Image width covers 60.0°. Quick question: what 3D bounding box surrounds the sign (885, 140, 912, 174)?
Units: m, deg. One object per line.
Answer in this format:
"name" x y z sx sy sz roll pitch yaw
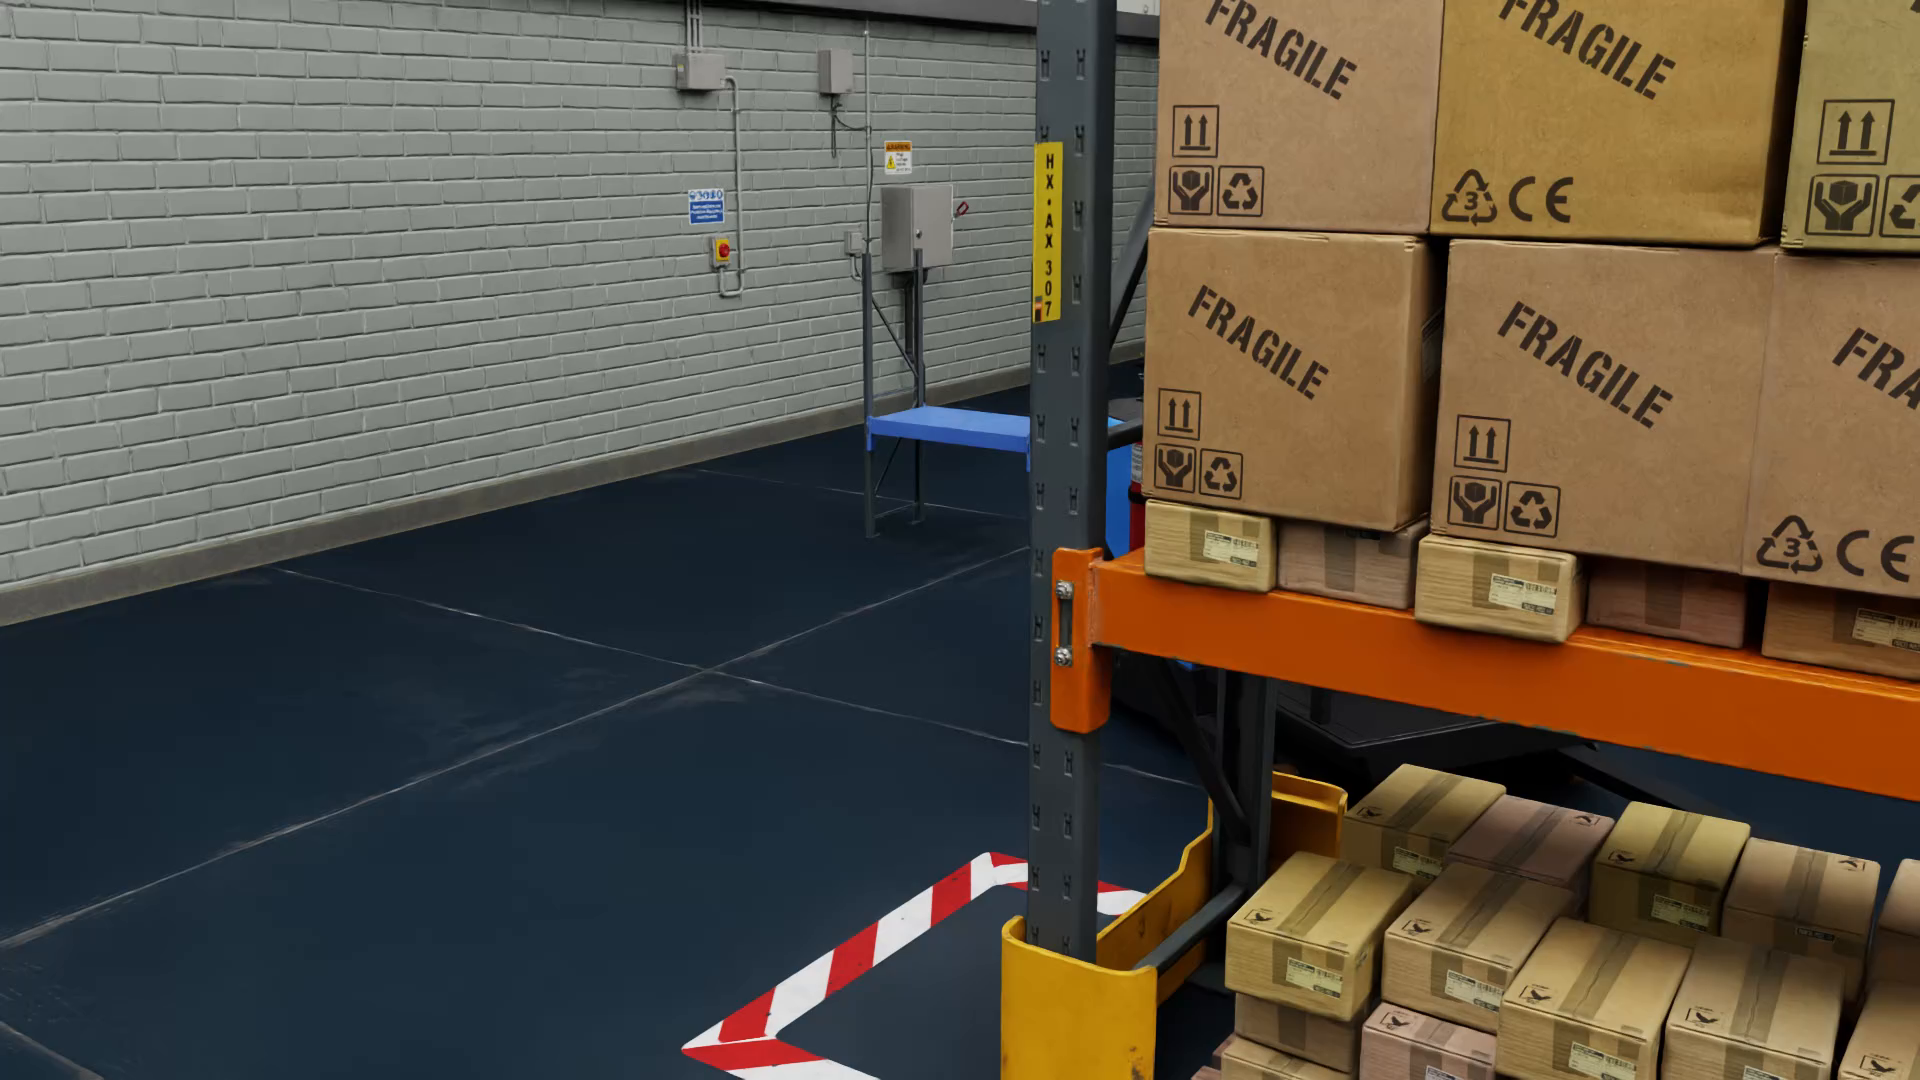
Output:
"sign" -0.456 -2.826 12.277 0.001 0.242 0.339 9 17 33

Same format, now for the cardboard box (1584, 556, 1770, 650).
"cardboard box" 1.272 0.054 2.886 0.250 0.149 0.380 10 17 35

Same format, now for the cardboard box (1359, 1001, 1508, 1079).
"cardboard box" 0.954 0.948 3.190 0.250 0.149 0.380 9 17 33

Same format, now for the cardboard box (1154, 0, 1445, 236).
"cardboard box" 0.691 -0.822 2.993 0.500 0.500 0.500 9 17 32

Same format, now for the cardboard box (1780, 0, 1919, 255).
"cardboard box" 1.533 -0.681 2.425 0.500 0.500 0.500 9 16 32

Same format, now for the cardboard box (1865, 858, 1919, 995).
"cardboard box" 1.943 0.782 3.244 0.250 0.149 0.380 10 17 35

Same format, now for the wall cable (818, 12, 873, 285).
"wall cable" -0.764 -2.786 11.723 0.122 1.984 0.588 9 17 33

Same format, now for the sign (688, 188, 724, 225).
"sign" -1.624 -2.139 10.658 0.001 0.218 0.327 9 17 33

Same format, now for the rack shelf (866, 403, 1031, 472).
"rack shelf" 0.071 -0.542 8.640 1.000 0.185 0.538 9 17 33

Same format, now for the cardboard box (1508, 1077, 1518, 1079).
"cardboard box" 1.206 0.963 3.129 0.250 0.149 0.380 9 17 34

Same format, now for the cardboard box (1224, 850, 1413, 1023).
"cardboard box" 0.712 0.772 3.281 0.250 0.149 0.380 8 16 30

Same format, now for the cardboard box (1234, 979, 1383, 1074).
"cardboard box" 0.758 0.900 3.384 0.250 0.149 0.380 10 17 35

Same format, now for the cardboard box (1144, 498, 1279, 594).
"cardboard box" 0.553 -0.026 3.209 0.250 0.149 0.380 9 17 32

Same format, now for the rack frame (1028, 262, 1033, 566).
"rack frame" 0.493 -0.648 8.321 0.032 1.500 0.500 9 17 33

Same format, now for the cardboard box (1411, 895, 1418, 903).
"cardboard box" 1.064 0.793 3.819 0.250 0.149 0.380 9 16 31

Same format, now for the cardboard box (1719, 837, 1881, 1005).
"cardboard box" 1.689 0.757 3.345 0.250 0.149 0.380 8 16 31

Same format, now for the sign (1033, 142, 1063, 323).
"sign" 0.164 -0.569 3.077 0.005 0.325 0.100 9 17 33

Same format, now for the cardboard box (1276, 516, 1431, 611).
"cardboard box" 0.787 0.000 3.104 0.250 0.149 0.380 10 17 35

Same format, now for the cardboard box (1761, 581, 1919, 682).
"cardboard box" 1.483 0.095 2.719 0.250 0.149 0.380 9 17 32

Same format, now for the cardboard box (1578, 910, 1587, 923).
"cardboard box" 1.251 0.838 3.634 0.250 0.149 0.380 9 16 32

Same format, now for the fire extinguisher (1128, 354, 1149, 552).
"fire extinguisher" 0.515 -0.164 4.181 0.183 0.674 0.296 9 17 33

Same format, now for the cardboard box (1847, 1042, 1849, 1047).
"cardboard box" 1.632 1.036 2.835 0.250 0.149 0.380 8 16 30

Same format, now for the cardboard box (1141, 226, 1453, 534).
"cardboard box" 0.685 -0.334 3.105 0.500 0.500 0.500 10 17 35

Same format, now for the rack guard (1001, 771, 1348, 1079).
"rack guard" 0.530 0.967 3.878 0.348 0.500 1.175 9 17 33

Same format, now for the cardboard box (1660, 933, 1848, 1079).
"cardboard box" 1.397 0.861 2.922 0.250 0.149 0.380 8 16 30

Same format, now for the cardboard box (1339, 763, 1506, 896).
"cardboard box" 1.047 0.655 3.756 0.250 0.149 0.380 9 17 33

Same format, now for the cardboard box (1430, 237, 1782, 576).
"cardboard box" 1.143 -0.268 2.835 0.500 0.500 0.500 9 17 33

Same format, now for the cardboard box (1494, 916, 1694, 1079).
"cardboard box" 1.145 0.845 2.989 0.250 0.149 0.380 9 17 33

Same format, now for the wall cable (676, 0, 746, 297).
"wall cable" -1.546 -2.517 10.570 0.123 1.953 0.585 9 17 33

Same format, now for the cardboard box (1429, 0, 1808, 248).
"cardboard box" 1.113 -0.756 2.725 0.500 0.500 0.500 10 17 34

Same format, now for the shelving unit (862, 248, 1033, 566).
"shelving unit" 0.071 -0.717 8.597 1.048 1.500 0.538 9 17 33

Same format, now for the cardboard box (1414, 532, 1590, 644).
"cardboard box" 0.980 0.047 2.916 0.250 0.149 0.380 9 16 31

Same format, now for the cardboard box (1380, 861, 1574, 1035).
"cardboard box" 1.008 0.785 3.229 0.250 0.149 0.380 10 17 34

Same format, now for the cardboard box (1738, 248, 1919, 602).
"cardboard box" 1.543 -0.200 2.560 0.500 0.500 0.500 9 17 34

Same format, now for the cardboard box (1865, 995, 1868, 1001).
"cardboard box" 1.933 0.929 3.268 0.250 0.149 0.380 9 17 34

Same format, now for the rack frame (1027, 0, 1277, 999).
"rack frame" 0.467 -0.257 3.618 0.127 3.000 1.000 9 17 33

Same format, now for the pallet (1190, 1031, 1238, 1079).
"pallet" 1.184 1.223 3.444 1.213 0.211 1.003 9 17 33

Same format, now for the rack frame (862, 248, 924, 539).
"rack frame" -0.351 -0.785 8.872 0.032 1.500 0.500 9 17 33

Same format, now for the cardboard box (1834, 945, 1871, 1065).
"cardboard box" 1.662 0.919 3.310 0.250 0.149 0.380 9 16 32

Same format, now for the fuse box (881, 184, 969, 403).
"fuse box" -0.253 -1.783 12.464 0.414 1.711 0.539 9 17 33

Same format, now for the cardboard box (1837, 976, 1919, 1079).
"cardboard box" 1.622 0.901 2.764 0.250 0.149 0.380 10 17 35

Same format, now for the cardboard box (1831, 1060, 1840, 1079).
"cardboard box" 1.359 1.019 2.903 0.250 0.149 0.380 10 17 35

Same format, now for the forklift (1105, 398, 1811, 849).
"forklift" 1.446 -0.623 5.238 1.130 2.935 3.031 -6 15 -23

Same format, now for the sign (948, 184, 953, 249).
"sign" -0.149 -2.488 12.831 0.001 0.494 0.329 9 17 33

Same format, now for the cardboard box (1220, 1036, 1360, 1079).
"cardboard box" 0.723 1.057 3.369 0.250 0.149 0.380 10 17 34

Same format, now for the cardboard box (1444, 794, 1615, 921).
"cardboard box" 1.224 0.700 3.574 0.250 0.149 0.380 10 17 34

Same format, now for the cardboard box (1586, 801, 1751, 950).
"cardboard box" 1.510 0.709 3.536 0.250 0.149 0.380 9 16 32

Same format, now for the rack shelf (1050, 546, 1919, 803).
"rack shelf" 2.126 0.361 2.621 4.000 0.370 1.077 9 17 33
